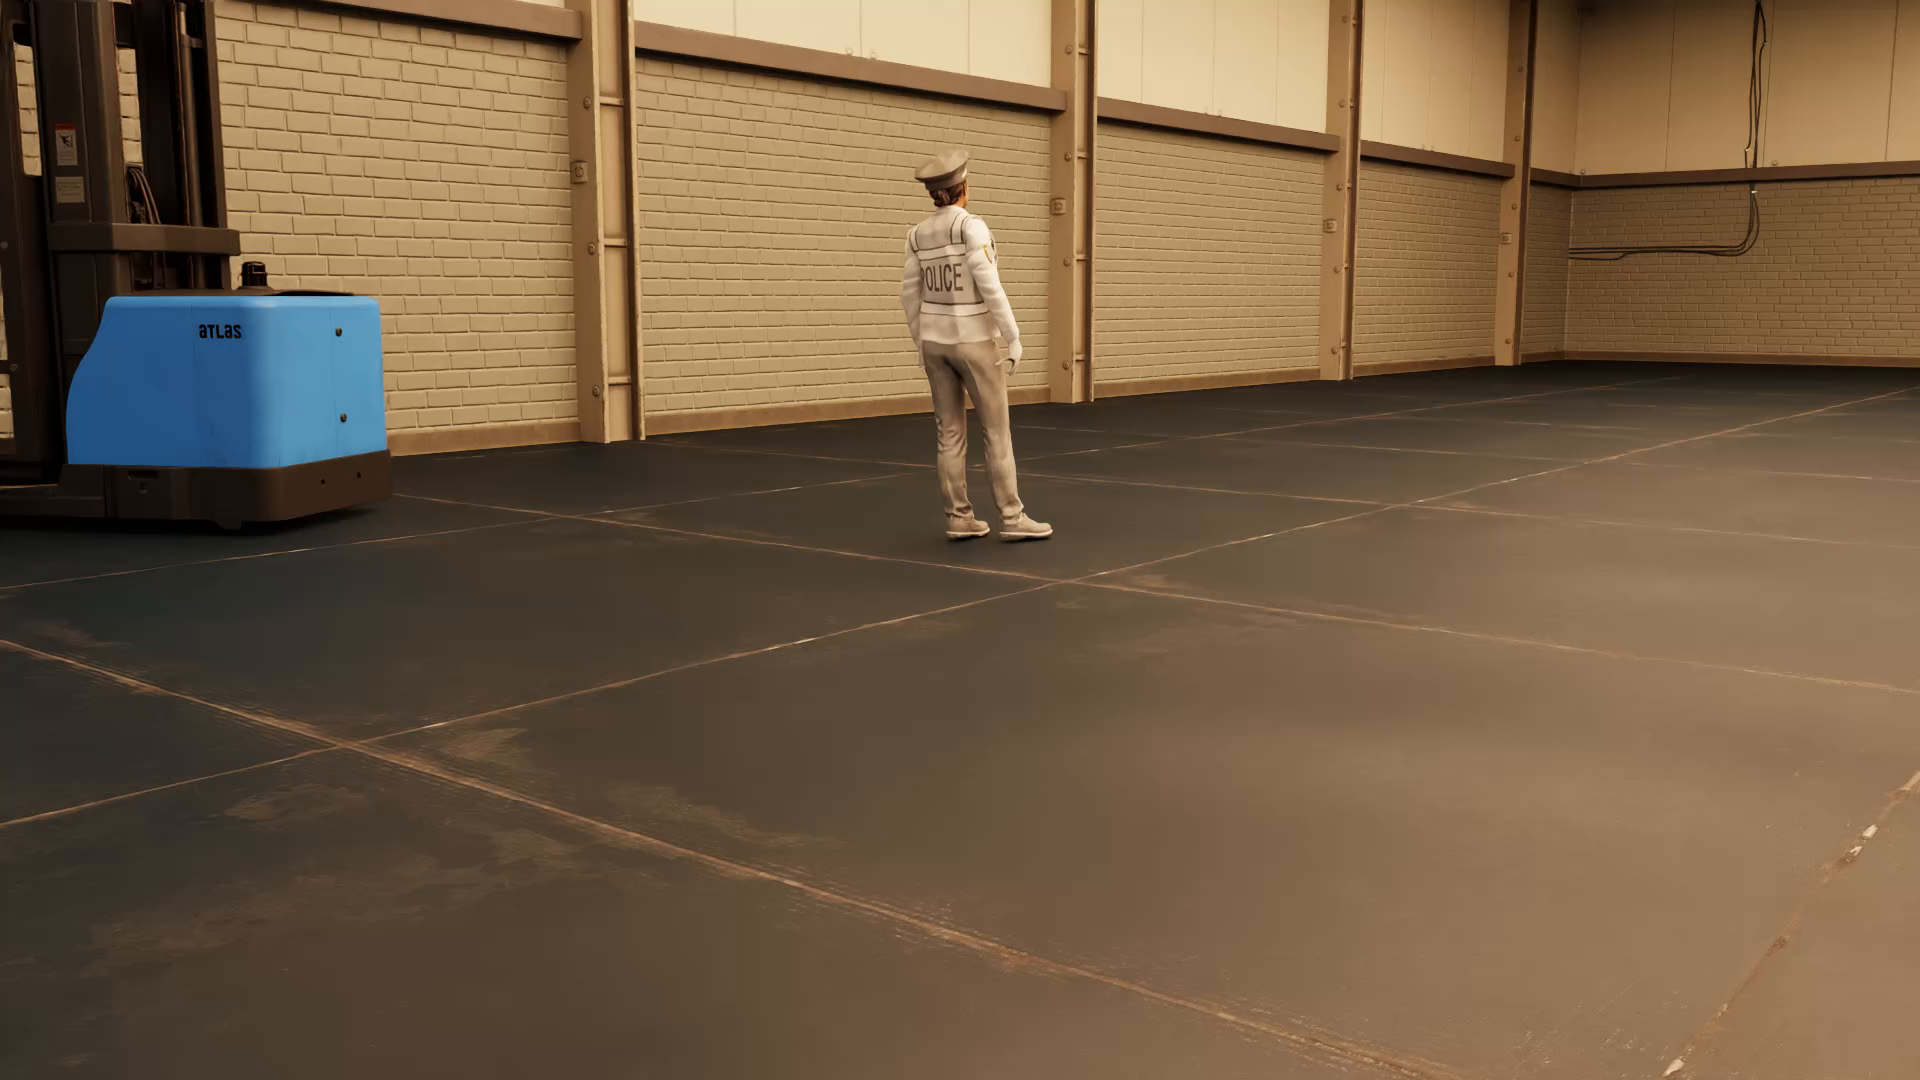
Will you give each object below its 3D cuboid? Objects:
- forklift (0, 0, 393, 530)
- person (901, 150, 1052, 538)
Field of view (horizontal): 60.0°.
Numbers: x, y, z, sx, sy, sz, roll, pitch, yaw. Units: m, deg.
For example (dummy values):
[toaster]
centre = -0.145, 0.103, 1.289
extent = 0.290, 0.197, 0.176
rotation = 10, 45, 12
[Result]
[forklift]
centre = -4.435, -1.577, 8.058
extent = 3.031, 2.935, 1.130
rotation = 2, 9, 12
[person]
centre = 0.047, -0.853, 7.329
extent = 0.587, 1.696, 0.534
rotation = 7, 11, 38
